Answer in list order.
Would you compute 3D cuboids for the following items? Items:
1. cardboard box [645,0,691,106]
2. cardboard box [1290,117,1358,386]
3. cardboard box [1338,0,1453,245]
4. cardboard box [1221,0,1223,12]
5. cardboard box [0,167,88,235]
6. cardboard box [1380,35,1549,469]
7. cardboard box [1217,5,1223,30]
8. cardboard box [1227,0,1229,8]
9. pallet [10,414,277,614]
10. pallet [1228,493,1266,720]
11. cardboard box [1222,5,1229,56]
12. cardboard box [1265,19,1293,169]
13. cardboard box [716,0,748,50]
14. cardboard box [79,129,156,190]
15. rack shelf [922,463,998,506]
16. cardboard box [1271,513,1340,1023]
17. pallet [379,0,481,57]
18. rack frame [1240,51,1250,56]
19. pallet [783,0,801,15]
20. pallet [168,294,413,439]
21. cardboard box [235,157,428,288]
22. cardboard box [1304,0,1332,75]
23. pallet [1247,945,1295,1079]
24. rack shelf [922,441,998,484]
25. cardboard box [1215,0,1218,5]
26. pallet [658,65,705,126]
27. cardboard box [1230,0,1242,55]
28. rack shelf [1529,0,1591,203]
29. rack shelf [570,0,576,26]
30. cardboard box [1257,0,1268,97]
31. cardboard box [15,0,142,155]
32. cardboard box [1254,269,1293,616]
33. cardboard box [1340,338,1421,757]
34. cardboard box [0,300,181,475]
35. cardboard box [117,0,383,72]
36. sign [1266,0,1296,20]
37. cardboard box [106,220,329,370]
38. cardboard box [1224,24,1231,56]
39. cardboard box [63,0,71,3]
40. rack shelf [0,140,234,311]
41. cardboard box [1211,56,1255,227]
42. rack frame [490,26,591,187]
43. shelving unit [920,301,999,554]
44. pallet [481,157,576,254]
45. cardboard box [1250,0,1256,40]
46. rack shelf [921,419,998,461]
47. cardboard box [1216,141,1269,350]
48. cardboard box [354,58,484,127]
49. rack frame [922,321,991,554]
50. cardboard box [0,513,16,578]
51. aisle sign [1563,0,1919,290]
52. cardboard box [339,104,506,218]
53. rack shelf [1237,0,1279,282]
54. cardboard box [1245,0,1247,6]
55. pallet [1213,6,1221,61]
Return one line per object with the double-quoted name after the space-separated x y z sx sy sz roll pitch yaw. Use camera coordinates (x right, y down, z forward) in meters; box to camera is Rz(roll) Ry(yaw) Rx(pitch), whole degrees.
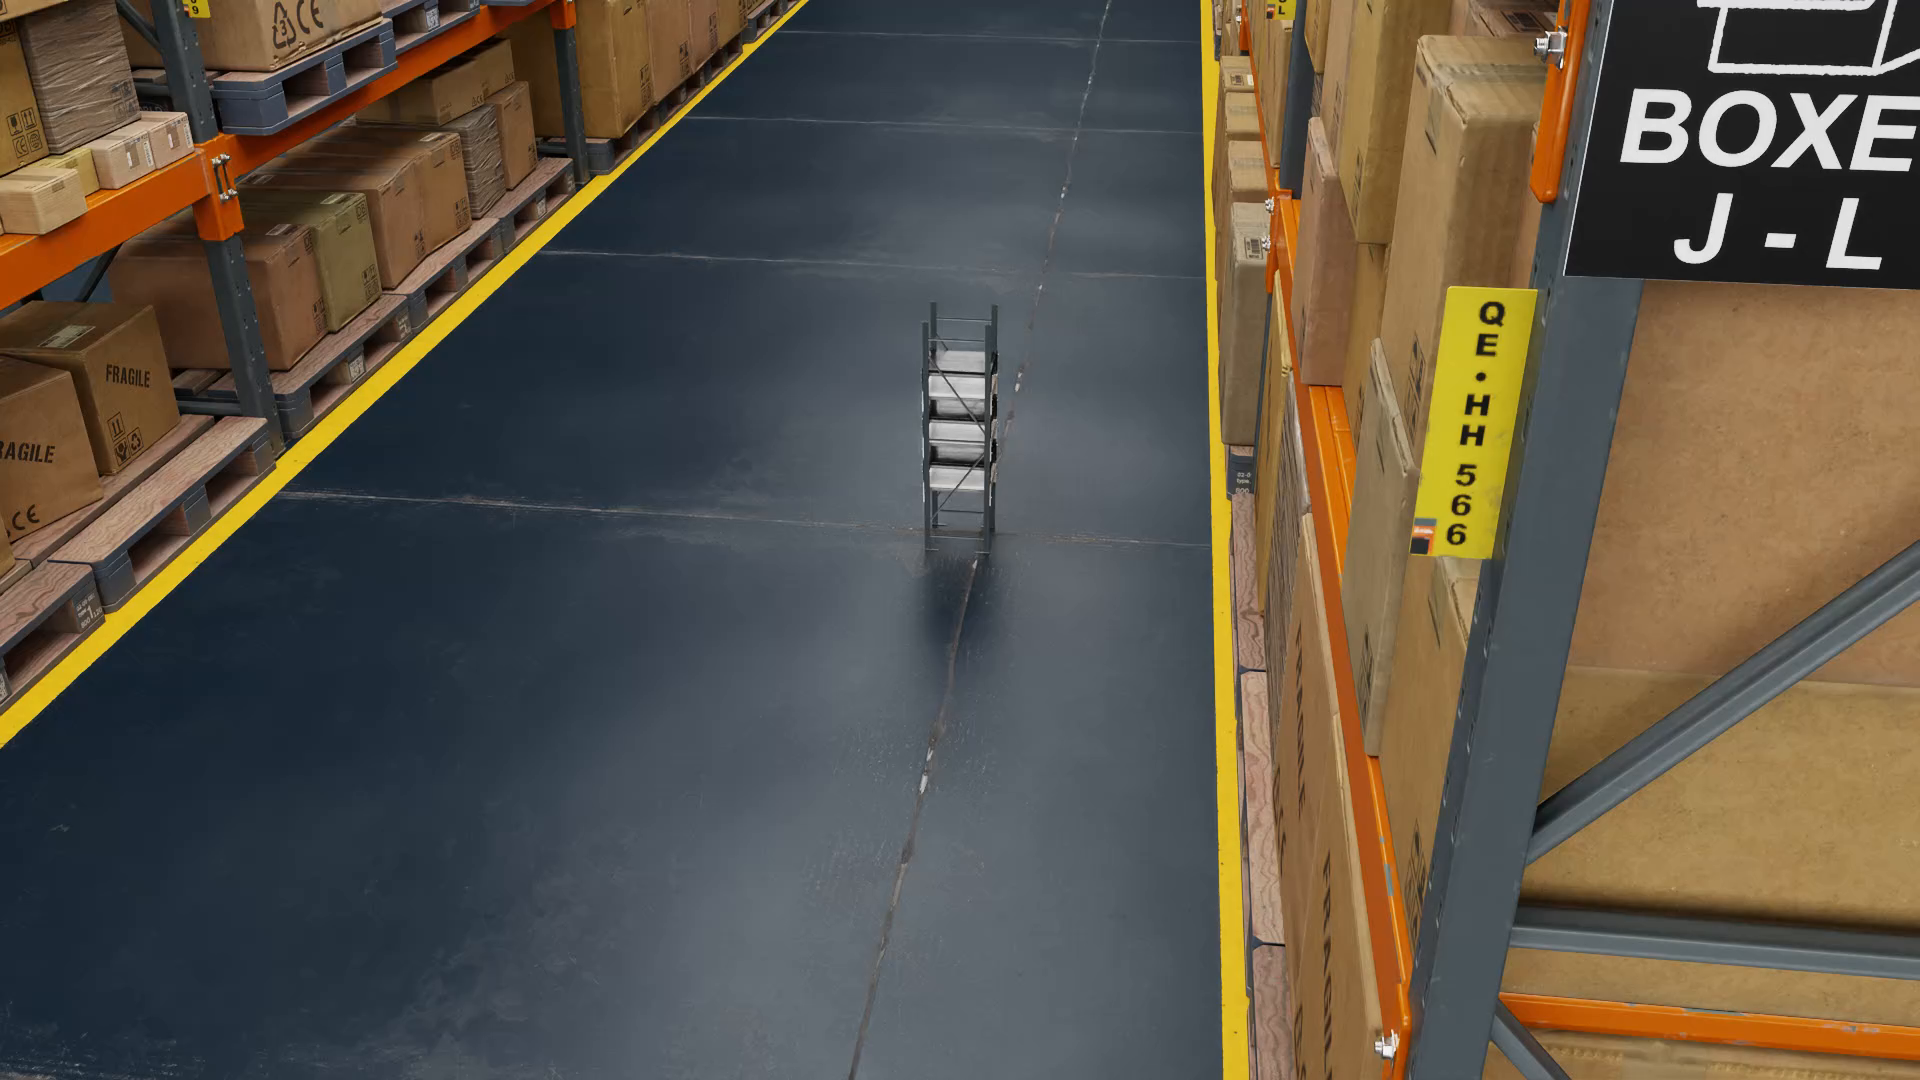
-2.600 -3.566 11.504 1.225 0.875 0.875 3 29 6 "cardboard box"
1.337 -0.739 4.301 0.875 0.550 0.550 3 28 6 "cardboard box"
1.307 -0.963 3.578 0.875 0.550 0.500 3 28 6 "cardboard box"
2.301 -4.348 13.408 0.380 0.149 0.250 4 29 7 "cardboard box"
-3.097 -1.107 5.406 0.380 0.149 0.250 3 28 6 "cardboard box"
1.167 -0.450 2.627 0.875 0.550 0.550 3 28 6 "cardboard box"
2.288 -4.255 13.549 0.380 0.149 0.250 4 29 7 "cardboard box"
2.162 -3.952 11.825 0.500 0.250 0.500 4 29 8 "cardboard box"
-3.360 -0.145 6.297 1.003 0.211 1.213 3 28 6 "pallet"
1.427 0.226 5.608 1.003 0.211 1.213 3 28 6 "pallet"
2.161 -3.624 12.006 0.500 0.500 0.500 5 29 8 "cardboard box"
1.396 -1.660 6.064 0.500 0.500 0.500 3 28 6 "cardboard box"
-2.391 -4.404 13.059 1.225 0.875 0.875 3 29 6 "cardboard box"
-3.087 -1.345 5.849 0.380 0.149 0.250 3 28 6 "cardboard box"
0.001 -0.212 6.145 0.258 0.077 0.200 3 28 6 "rack shelf"
1.231 0.541 3.881 0.875 0.875 0.875 3 28 5 "cardboard box"
-3.024 -2.555 8.033 1.003 0.211 1.213 3 28 6 "pallet"
2.088 -3.238 9.098 1.000 3.000 0.127 3 28 6 "rack frame"
-2.014 -5.158 15.602 1.003 0.211 1.213 3 28 6 "pallet"
-3.219 -0.830 7.568 1.003 0.211 1.213 3 28 6 "pallet"
-3.071 -1.559 8.152 0.700 0.500 0.500 1 28 2 "cardboard box"
1.518 -1.725 4.992 0.875 0.550 0.550 3 28 6 "cardboard box"
1.128 1.374 3.476 1.003 0.211 1.213 3 28 6 "pallet"
0.001 -0.291 6.102 0.258 0.077 0.200 3 28 6 "rack shelf"
2.415 -4.742 14.453 0.380 0.149 0.250 3 28 6 "cardboard box"
-2.499 -3.286 12.126 1.003 0.211 1.213 3 28 6 "pallet"
1.963 -3.228 10.481 0.500 0.250 0.500 4 29 7 "cardboard box"
1.353 -1.418 3.315 1.077 0.370 4.000 3 28 6 "rack shelf"
-2.577 -4.199 11.639 1.077 0.370 4.000 3 28 6 "rack shelf"
1.520 -2.136 6.947 0.500 0.500 0.500 4 29 7 "cardboard box"
-3.429 -1.658 5.745 0.875 0.500 0.500 3 28 6 "cardboard box"
1.451 -0.313 5.465 0.875 0.875 0.875 4 29 7 "cardboard box"
1.154 0.024 2.884 0.875 0.550 0.550 3 28 6 "cardboard box"
-3.401 -0.589 6.374 0.500 0.500 0.500 3 28 5 "cardboard box"
-3.076 -2.506 6.663 1.000 1.000 1.000 4 29 7 "cardboard box"
1.058 -1.857 5.397 0.100 0.325 0.005 3 28 6 "sign"
-3.216 -1.072 7.249 0.700 0.500 0.500 1 28 2 "cardboard box"
2.025 -3.141 11.111 0.500 0.500 0.500 2 28 4 "cardboard box"
-3.094 -2.078 5.472 0.500 0.500 0.500 3 28 6 "cardboard box"
-3.558 -0.433 4.649 1.077 0.370 4.000 3 28 6 "rack shelf"
1.924 -2.151 9.009 1.050 0.750 0.750 3 28 6 "cardboard box"
-2.822 -3.574 9.721 1.000 3.000 0.127 3 28 6 "rack frame"
0.001 -0.400 6.044 0.258 0.900 0.210 3 28 6 "shelving unit"
-2.920 -1.978 9.700 1.003 0.211 1.213 3 28 6 "pallet"
1.643 -2.610 7.826 0.500 0.500 0.500 3 28 6 "cardboard box"
0.001 -0.371 6.059 0.258 0.077 0.200 3 28 6 "rack shelf"
1.707 -1.301 7.431 1.050 0.750 0.750 3 28 6 "cardboard box"
-2.930 -2.430 8.979 0.500 0.250 0.500 7 29 12 "cardboard box"
-0.011 -0.352 5.955 0.240 0.900 0.006 3 28 6 "rack frame"
-3.462 -0.023 5.322 0.500 0.500 0.500 1 28 2 "cardboard box"
0.801 -0.601 1.462 0.394 0.787 0.004 3 28 6 "aisle sign"
-2.940 -2.089 9.136 0.700 0.500 0.500 1 28 2 "cardboard box"
1.843 -1.980 7.521 1.077 0.370 4.000 3 28 6 "rack shelf"
1.765 -3.086 8.711 0.500 0.500 0.500 4 29 7 "cardboard box"
2.625 -4.211 13.845 1.003 0.211 1.213 3 28 6 "pallet"
